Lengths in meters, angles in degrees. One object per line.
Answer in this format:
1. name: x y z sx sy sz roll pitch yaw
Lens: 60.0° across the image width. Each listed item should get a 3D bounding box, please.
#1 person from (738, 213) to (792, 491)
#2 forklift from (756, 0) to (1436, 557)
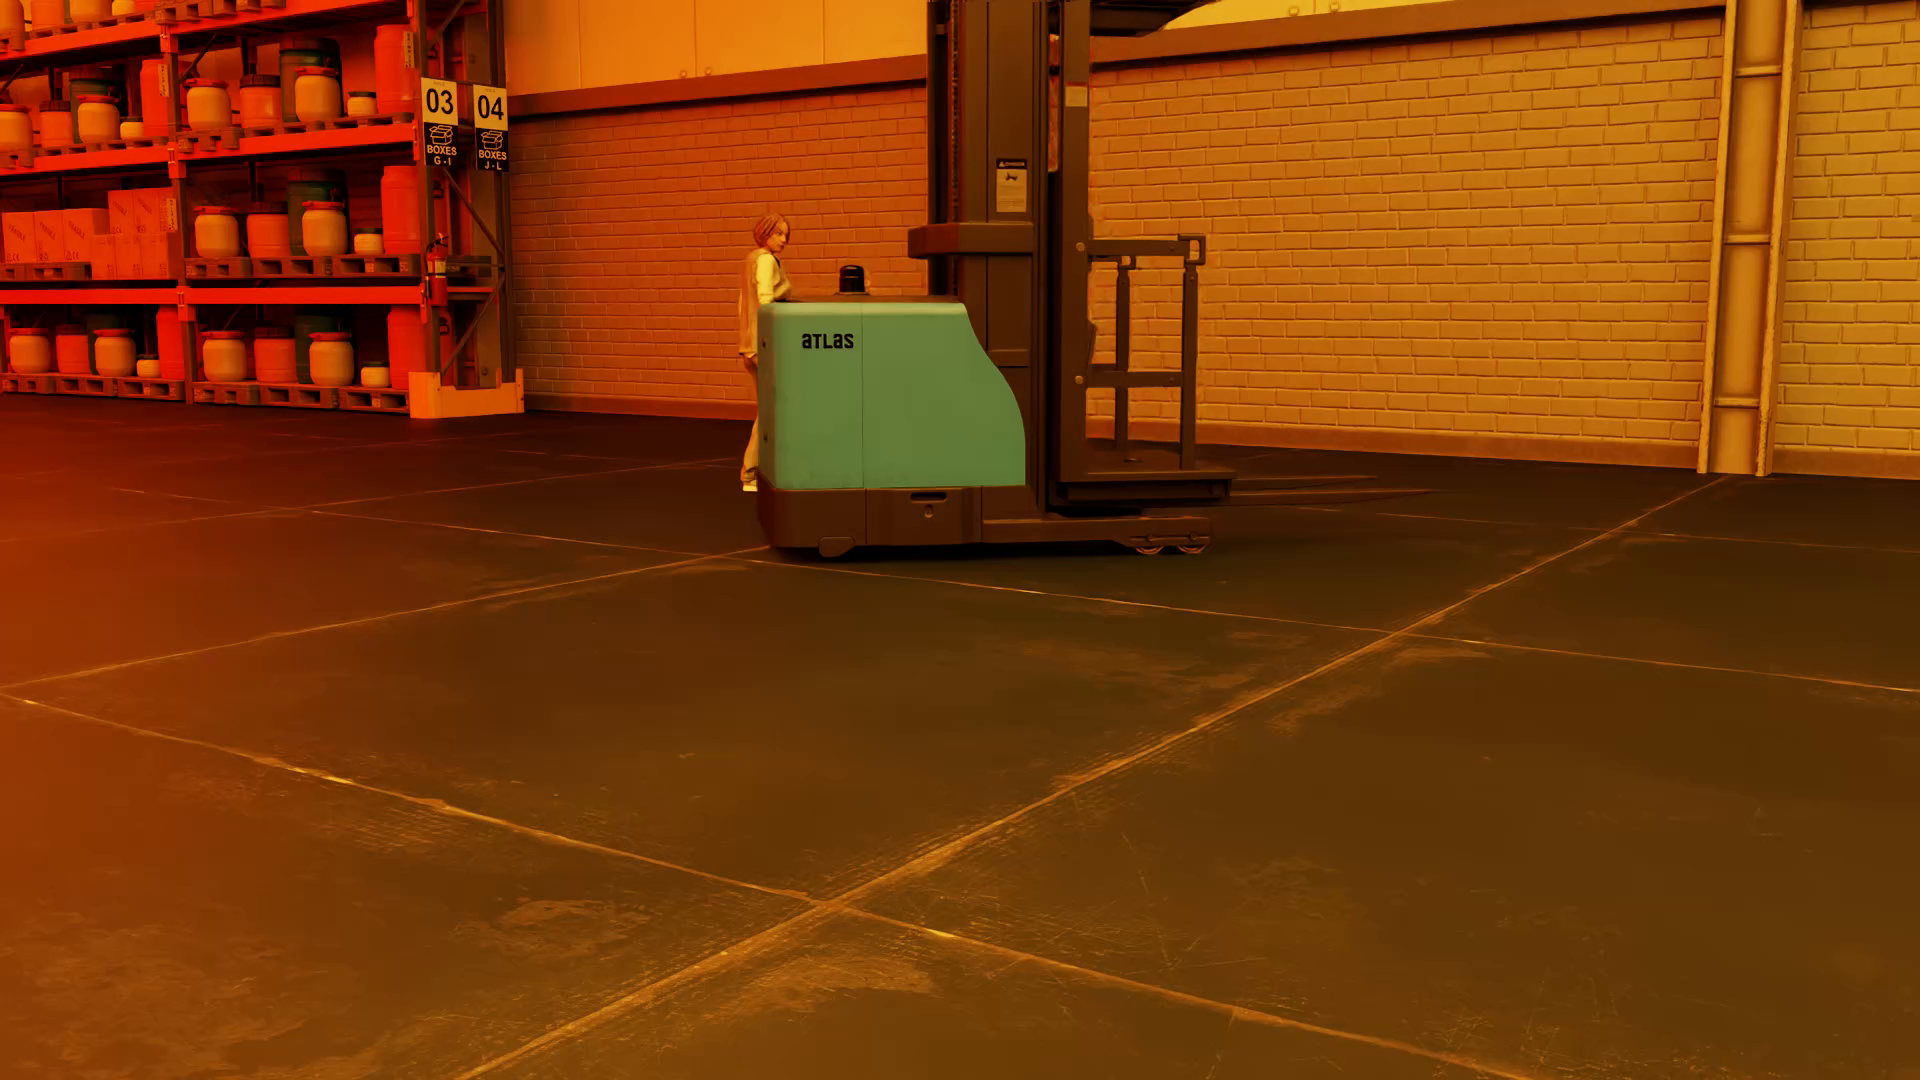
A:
1. person: -1.044 -1.055 9.438 0.453 1.579 0.623 -5 9 -29
2. forklift: 0.623 -1.457 7.442 3.031 2.935 1.130 -2 8 -11
